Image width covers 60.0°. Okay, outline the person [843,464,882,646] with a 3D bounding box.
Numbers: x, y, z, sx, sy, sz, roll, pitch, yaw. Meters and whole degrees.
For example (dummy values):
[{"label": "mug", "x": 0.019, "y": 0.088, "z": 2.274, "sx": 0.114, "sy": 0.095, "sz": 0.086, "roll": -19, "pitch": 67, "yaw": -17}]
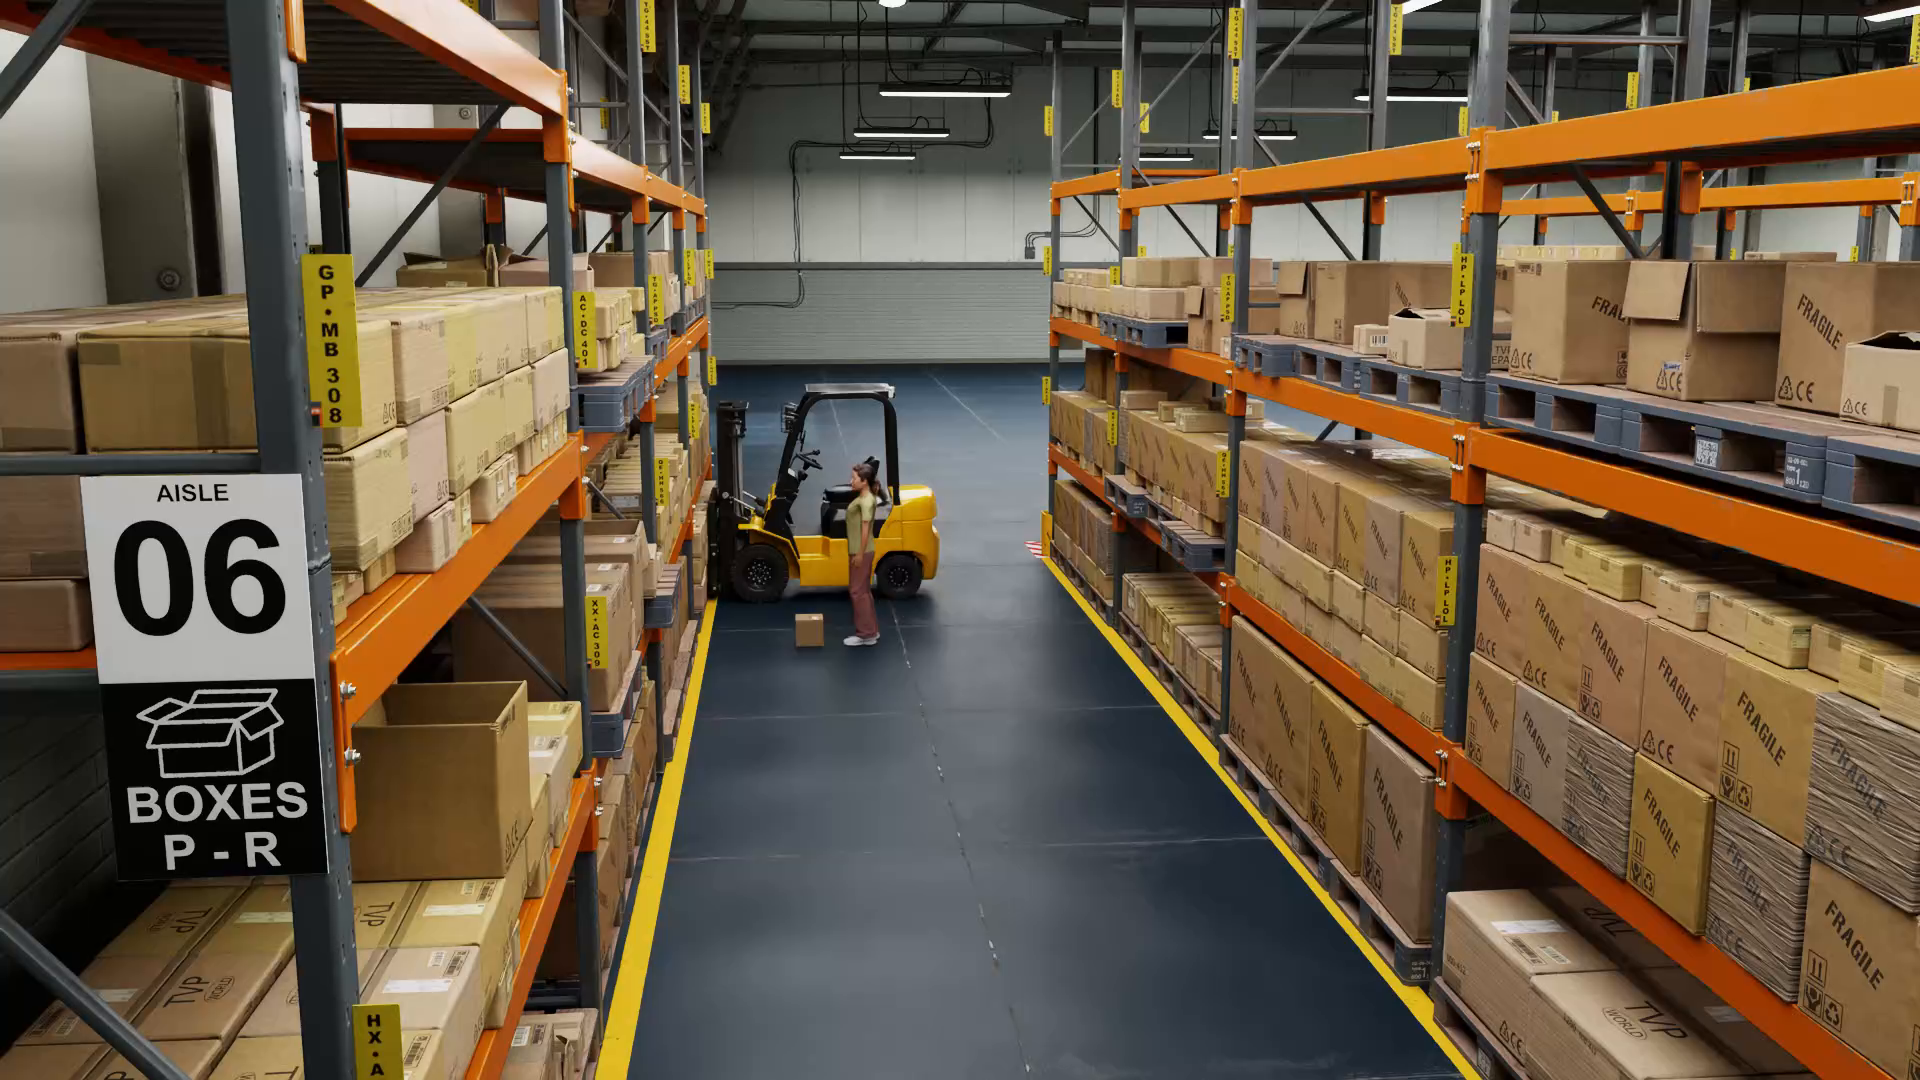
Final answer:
[{"label": "person", "x": -0.892, "y": 0.139, "z": 15.217, "sx": 0.373, "sy": 1.689, "sz": 0.443, "roll": -1, "pitch": 10, "yaw": -5}]
